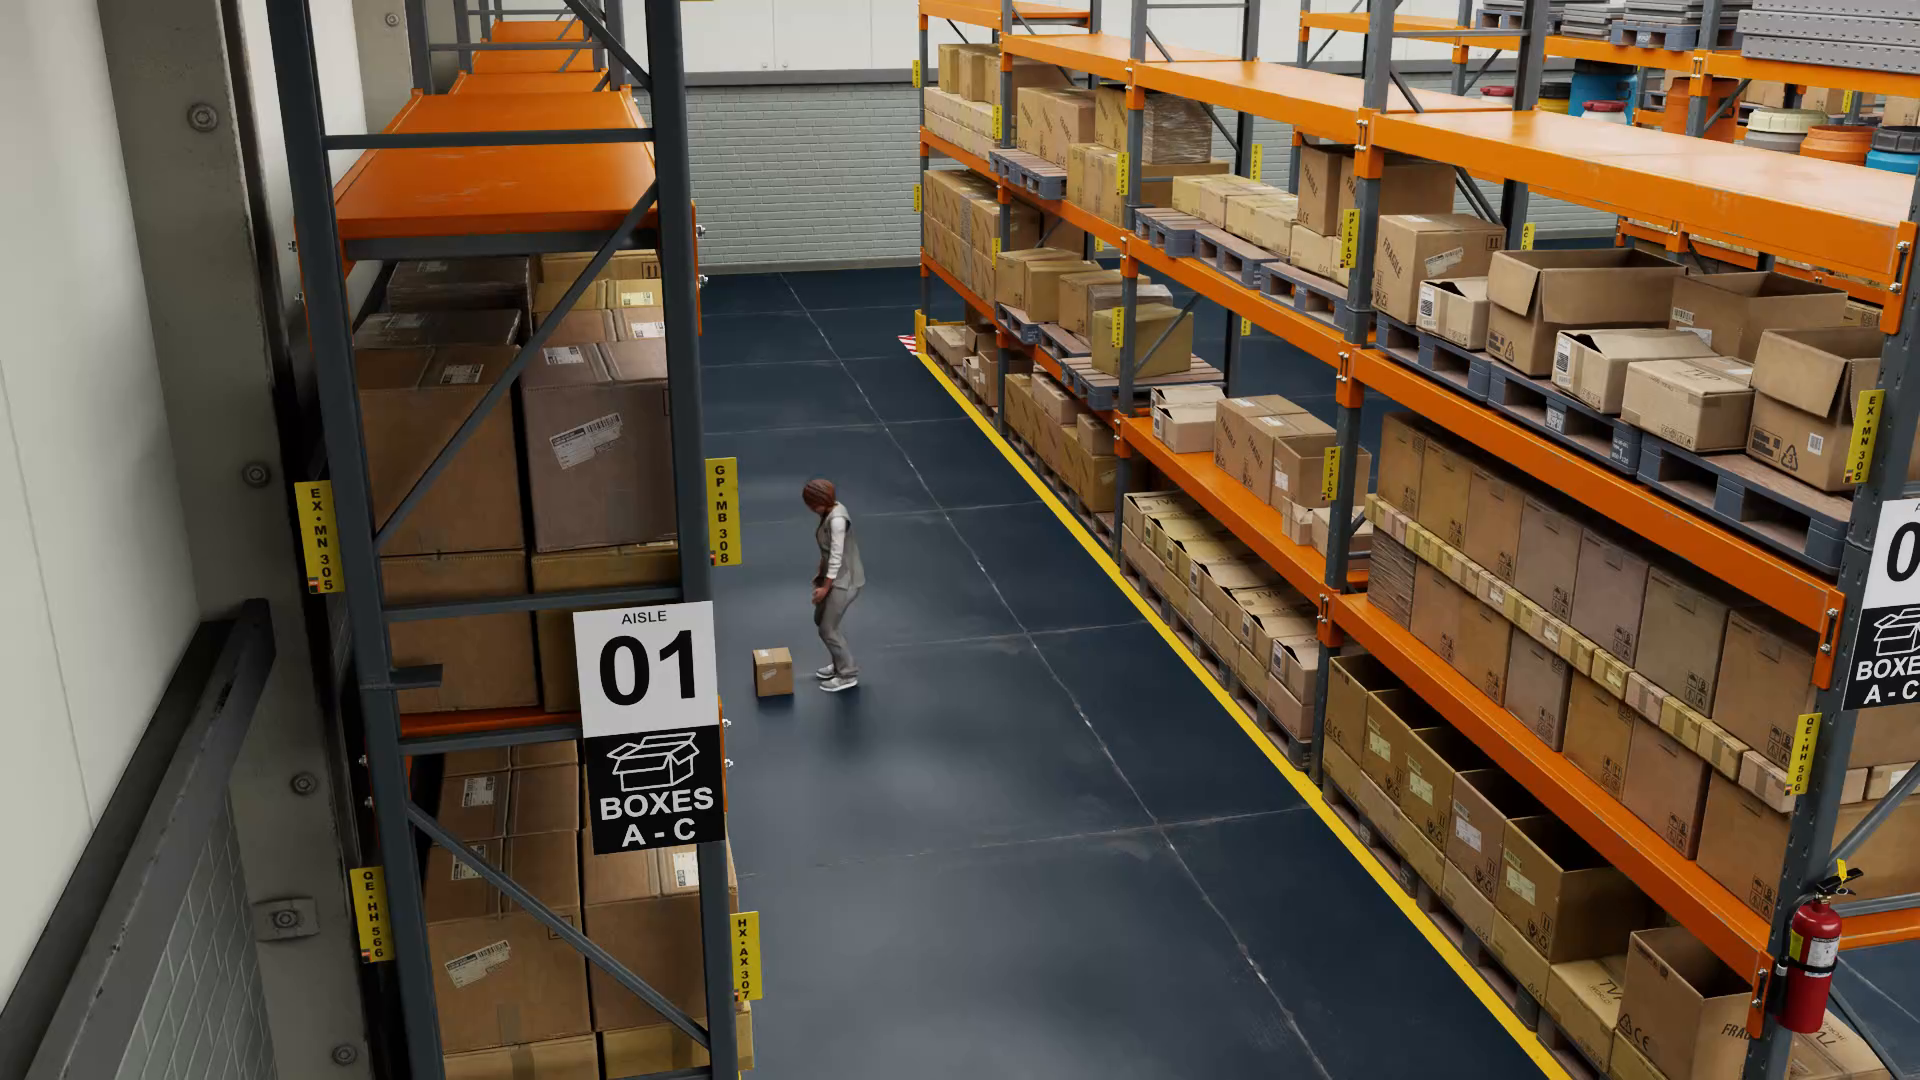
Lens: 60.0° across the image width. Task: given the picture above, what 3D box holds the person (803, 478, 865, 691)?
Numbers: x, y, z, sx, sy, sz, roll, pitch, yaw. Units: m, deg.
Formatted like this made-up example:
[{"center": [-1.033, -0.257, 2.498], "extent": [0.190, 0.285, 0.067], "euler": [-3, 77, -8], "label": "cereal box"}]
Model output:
[{"center": [-0.869, 0.303, 11.601], "extent": [0.417, 1.538, 0.433], "euler": [-4, 20, -11], "label": "person"}]
